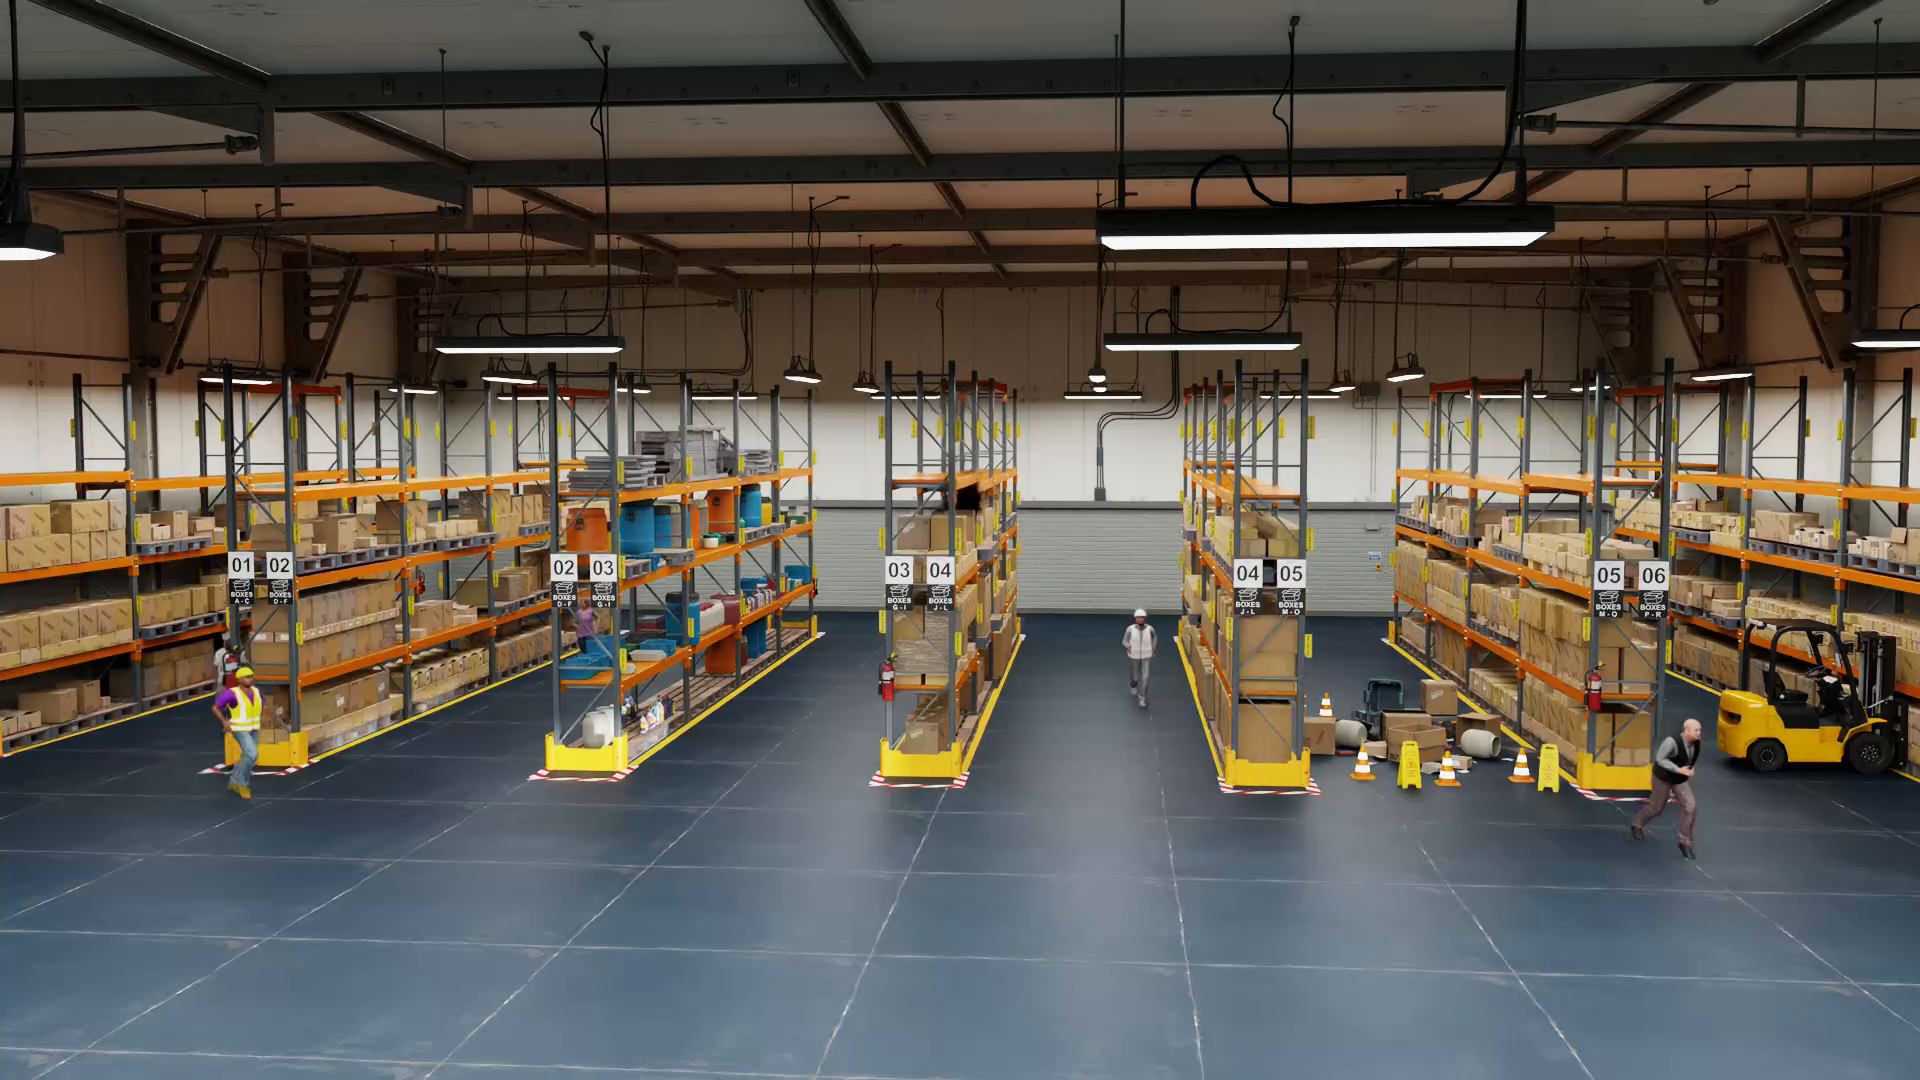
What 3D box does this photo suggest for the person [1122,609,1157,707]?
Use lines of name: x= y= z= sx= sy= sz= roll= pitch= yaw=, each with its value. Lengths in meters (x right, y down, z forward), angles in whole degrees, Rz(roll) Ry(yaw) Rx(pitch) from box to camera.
person: x=3.291 y=2.129 z=30.413 sx=0.650 sy=1.754 sz=0.876 roll=0 pitch=4 yaw=1

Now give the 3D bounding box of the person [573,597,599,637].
person: x=-7.615 y=1.979 z=33.828 sx=0.515 sy=1.628 sz=0.804 roll=0 pitch=4 yaw=3

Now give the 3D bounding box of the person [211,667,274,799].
person: x=-9.765 y=2.636 z=22.751 sx=0.736 sy=1.802 sz=0.672 roll=2 pitch=4 yaw=22

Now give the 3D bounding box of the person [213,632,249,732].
person: x=-12.161 y=2.352 z=27.715 sx=0.562 sy=1.655 sz=0.589 roll=0 pitch=4 yaw=-5

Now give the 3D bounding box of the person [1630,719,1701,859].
person: x=8.424 y=2.907 z=19.821 sx=0.702 sy=1.683 sz=0.992 roll=-2 pitch=4 yaw=-24
